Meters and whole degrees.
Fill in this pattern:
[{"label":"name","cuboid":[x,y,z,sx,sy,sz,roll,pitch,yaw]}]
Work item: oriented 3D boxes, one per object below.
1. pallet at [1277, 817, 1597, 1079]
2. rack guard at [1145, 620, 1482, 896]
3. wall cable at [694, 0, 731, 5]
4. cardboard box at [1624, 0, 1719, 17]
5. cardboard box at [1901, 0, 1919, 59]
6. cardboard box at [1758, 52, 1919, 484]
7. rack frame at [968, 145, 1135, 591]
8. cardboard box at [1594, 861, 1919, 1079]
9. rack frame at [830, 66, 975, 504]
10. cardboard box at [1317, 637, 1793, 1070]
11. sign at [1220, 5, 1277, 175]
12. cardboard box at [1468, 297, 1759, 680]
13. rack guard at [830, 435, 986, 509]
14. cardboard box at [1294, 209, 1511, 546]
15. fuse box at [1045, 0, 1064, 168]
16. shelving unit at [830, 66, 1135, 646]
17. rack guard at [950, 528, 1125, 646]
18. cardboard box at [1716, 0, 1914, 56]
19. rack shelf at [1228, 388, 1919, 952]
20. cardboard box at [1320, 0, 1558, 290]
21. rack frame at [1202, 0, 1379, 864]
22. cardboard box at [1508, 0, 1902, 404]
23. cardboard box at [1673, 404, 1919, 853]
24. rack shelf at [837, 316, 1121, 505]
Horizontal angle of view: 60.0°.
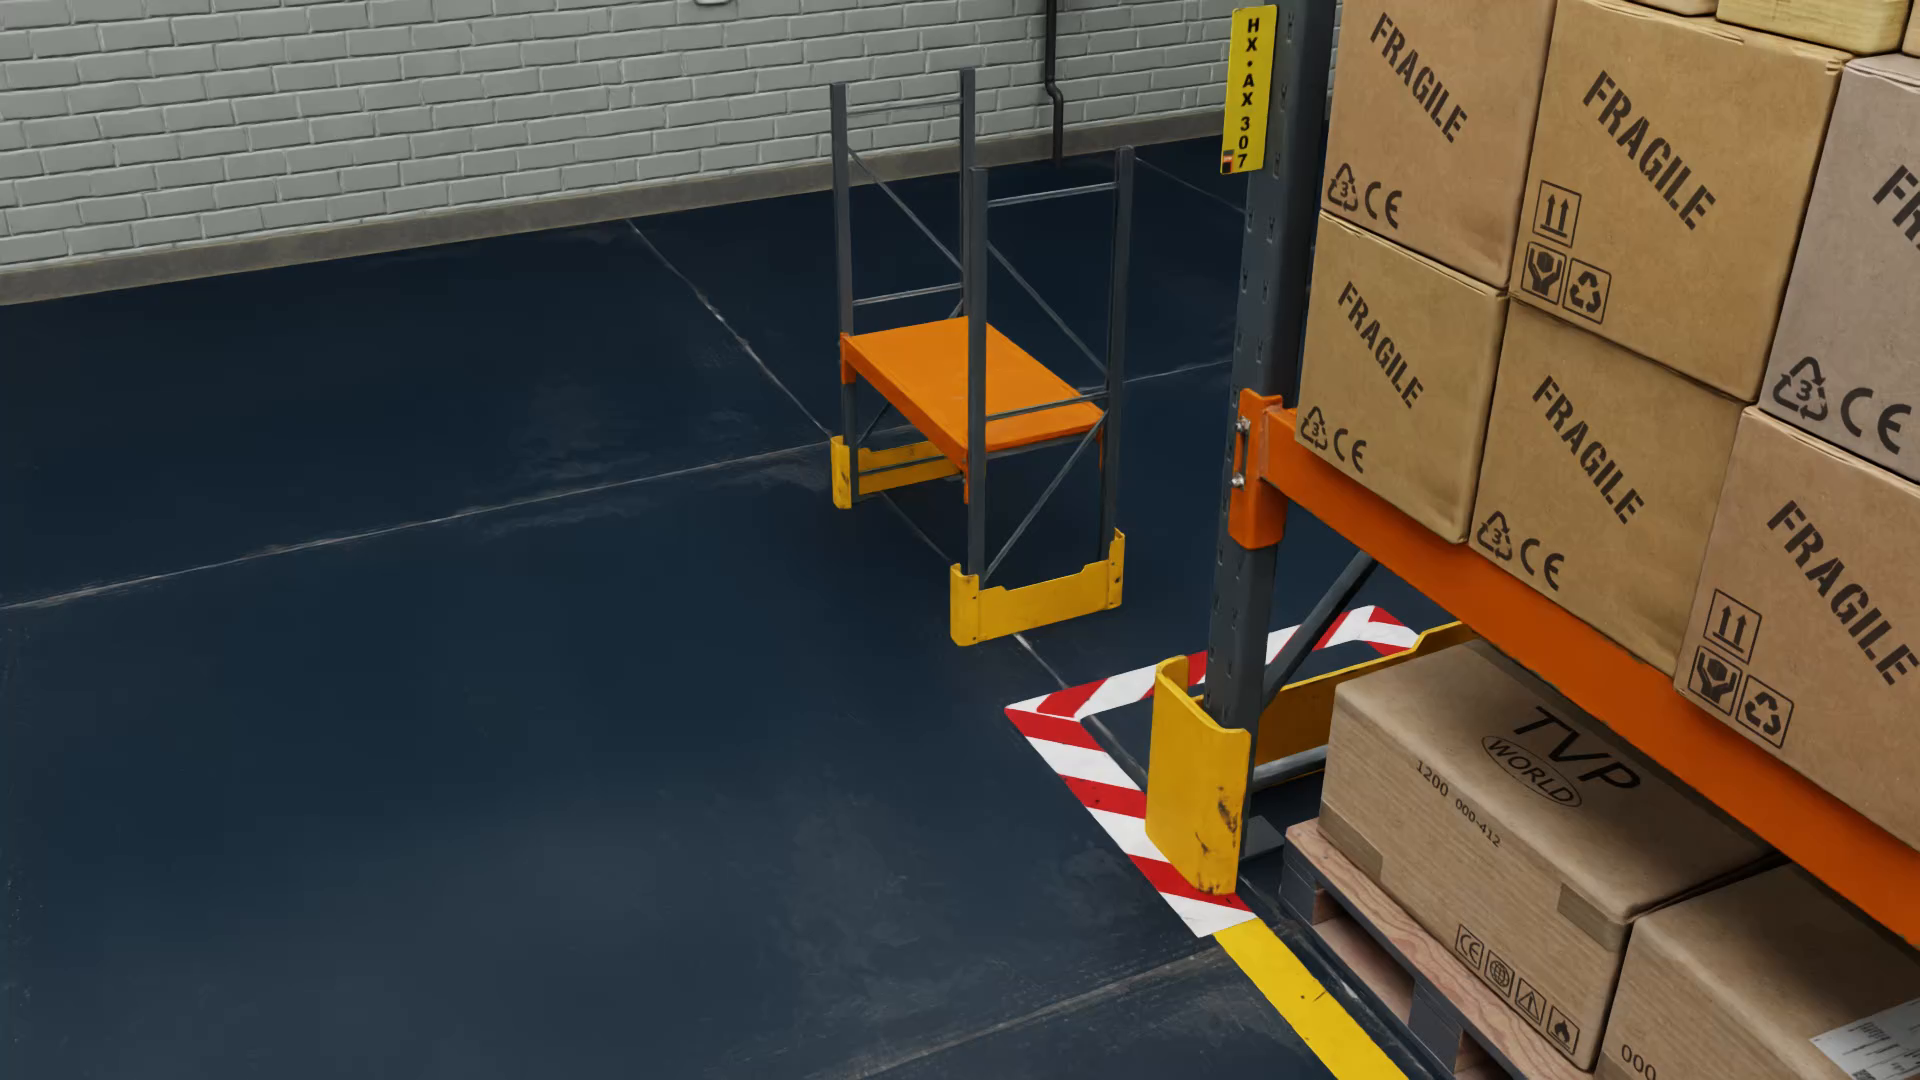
[{"label":"pallet","cuboid":[1.491,0.958,3.826,1.003,0.211,1.213,-13,32,-22]},{"label":"rack guard","cuboid":[1.067,0.484,4.375,1.175,0.500,0.348,-13,32,-22]},{"label":"wall cable","cuboid":[-1.364,-3.538,7.922,0.585,1.953,0.123,-13,32,-22]},{"label":"cardboard box","cuboid":[1.165,-0.903,2.506,0.380,0.149,0.250,-12,31,-20]},{"label":"cardboard box","cuboid":[1.454,-0.686,2.118,0.380,0.149,0.250,-13,32,-22]},{"label":"cardboard box","cuboid":[1.482,-0.351,2.184,0.500,0.500,0.500,-13,32,-22]},{"label":"rack frame","cuboid":[0.255,-0.392,4.916,0.500,1.500,0.032,-13,32,-22]},{"label":"cardboard box","cuboid":[1.852,1.012,3.068,0.875,0.438,0.875,-12,32,-21]},{"label":"rack frame","cuboid":[-0.182,-0.841,5.716,0.500,1.500,0.032,-13,32,-22]},{"label":"cardboard box","cuboid":[1.451,0.610,3.786,0.875,0.438,0.875,-14,32,-24]},{"label":"sign","cuboid":[0.574,-0.893,3.310,0.100,0.325,0.005,-13,32,-22]},{"label":"cardboard box","cuboid":[1.267,-0.149,2.846,0.500,0.500,0.500,-14,32,-23]},{"label":"rack guard","cuboid":[-0.181,-0.295,6.021,0.587,0.250,0.087,-13,32,-22]},{"label":"cardboard box","cuboid":[1.024,-0.366,3.234,0.500,0.500,0.500,-13,32,-22]},{"label":"fuse box","cuboid":[0.596,-2.896,9.165,0.539,1.711,0.414,-13,32,-22]},{"label":"shelving unit","cuboid":[0.033,-0.620,5.323,0.587,1.500,1.083,-13,32,-22]},{"label":"rack guard","cuboid":[0.247,0.145,5.236,0.587,0.250,0.087,-13,32,-22]},{"label":"cardboard box","cuboid":[1.294,-0.791,2.306,0.380,0.149,0.250,-14,32,-24]},{"label":"rack shelf","cuboid":[1.936,0.602,2.345,1.077,0.370,4.000,-13,32,-22]},{"label":"cardboard box","cuboid":[1.026,-0.803,2.991,0.500,0.500,0.500,-14,32,-23]},{"label":"rack frame","cuboid":[1.077,-0.595,3.745,1.000,3.000,0.127,-13,32,-22]},{"label":"cardboard box","cuboid":[1.254,-0.576,2.586,0.500,0.500,0.500,-14,32,-23]},{"label":"cardboard box","cuboid":[1.469,0.080,2.439,0.500,0.500,0.500,-13,32,-22]},{"label":"rack shelf","cuboid":[0.037,-0.460,5.404,0.538,0.185,1.000,-13,32,-22]}]
